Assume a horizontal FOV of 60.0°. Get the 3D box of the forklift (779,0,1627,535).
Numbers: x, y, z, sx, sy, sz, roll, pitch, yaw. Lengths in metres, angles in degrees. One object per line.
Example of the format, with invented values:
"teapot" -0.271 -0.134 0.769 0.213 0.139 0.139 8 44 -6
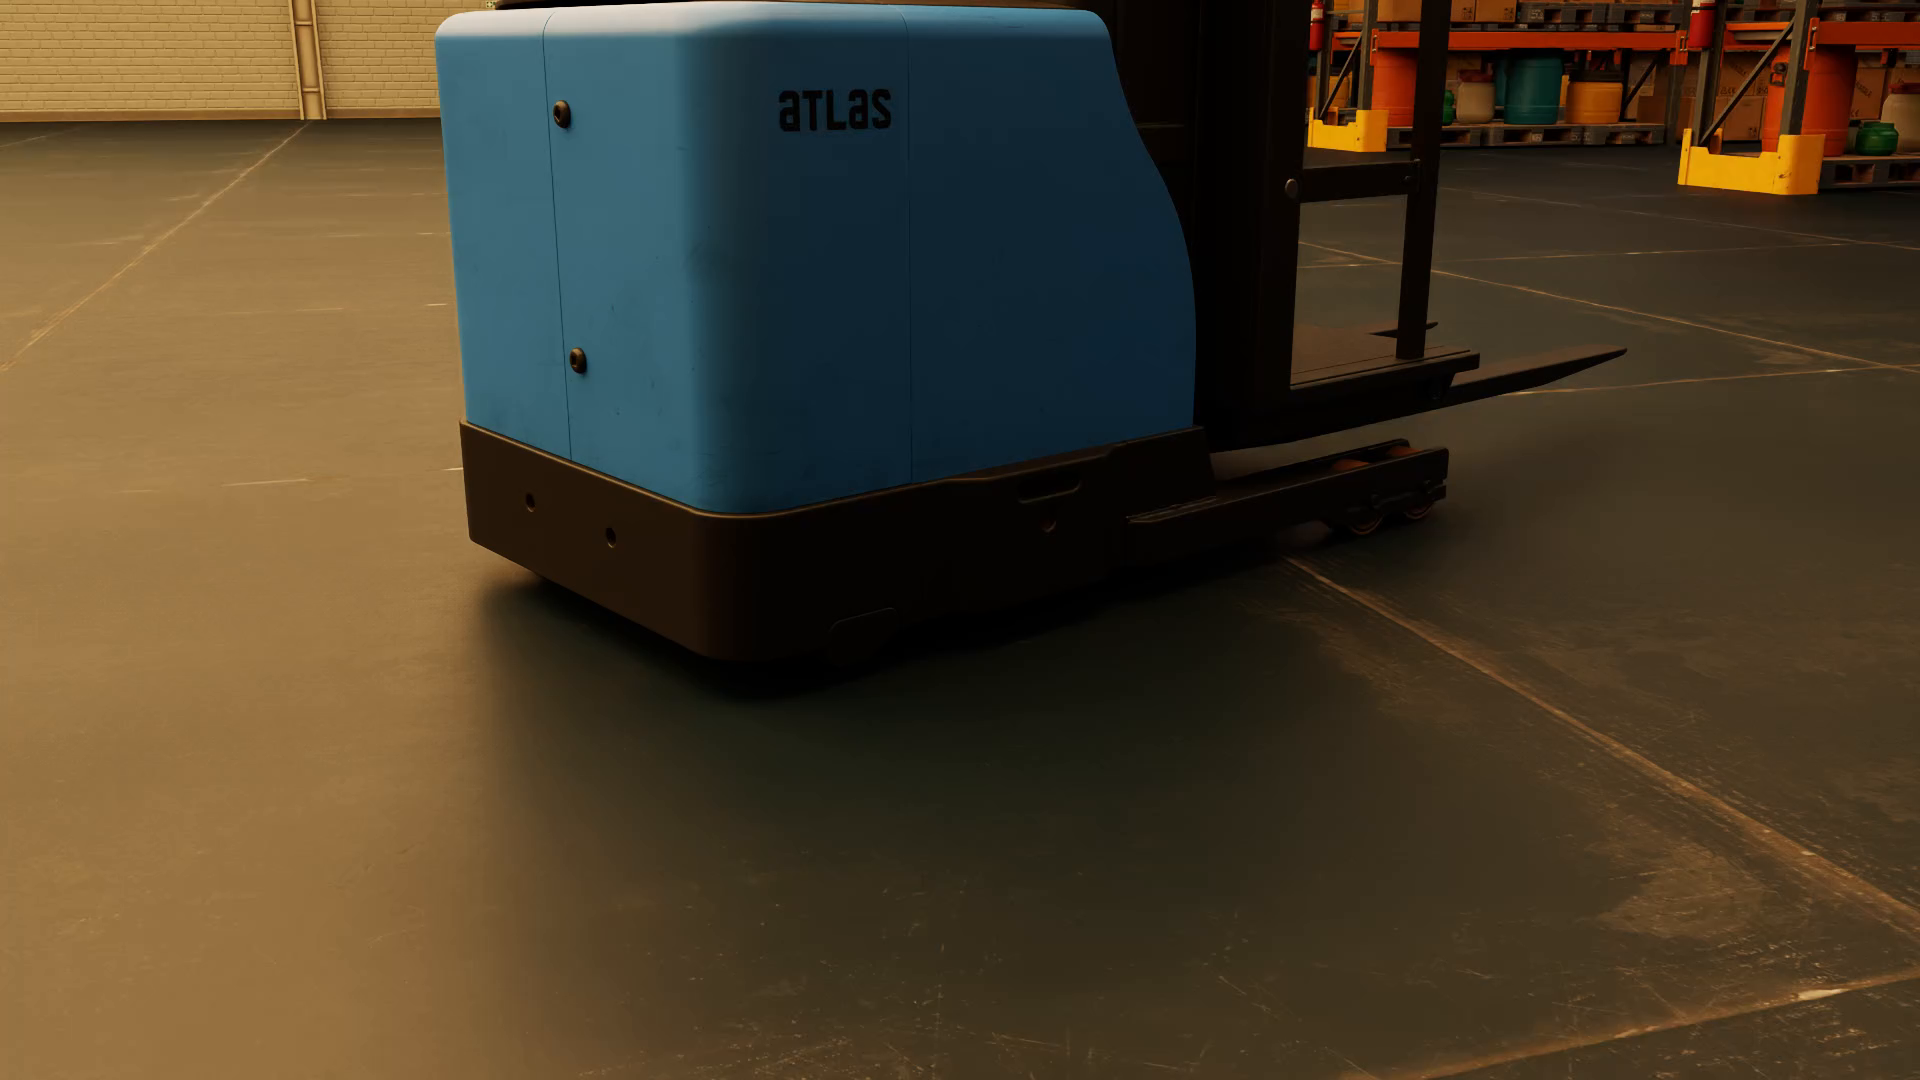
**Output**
"forklift" 0.468 -1.516 3.529 3.031 2.935 1.121 -13 21 -38
